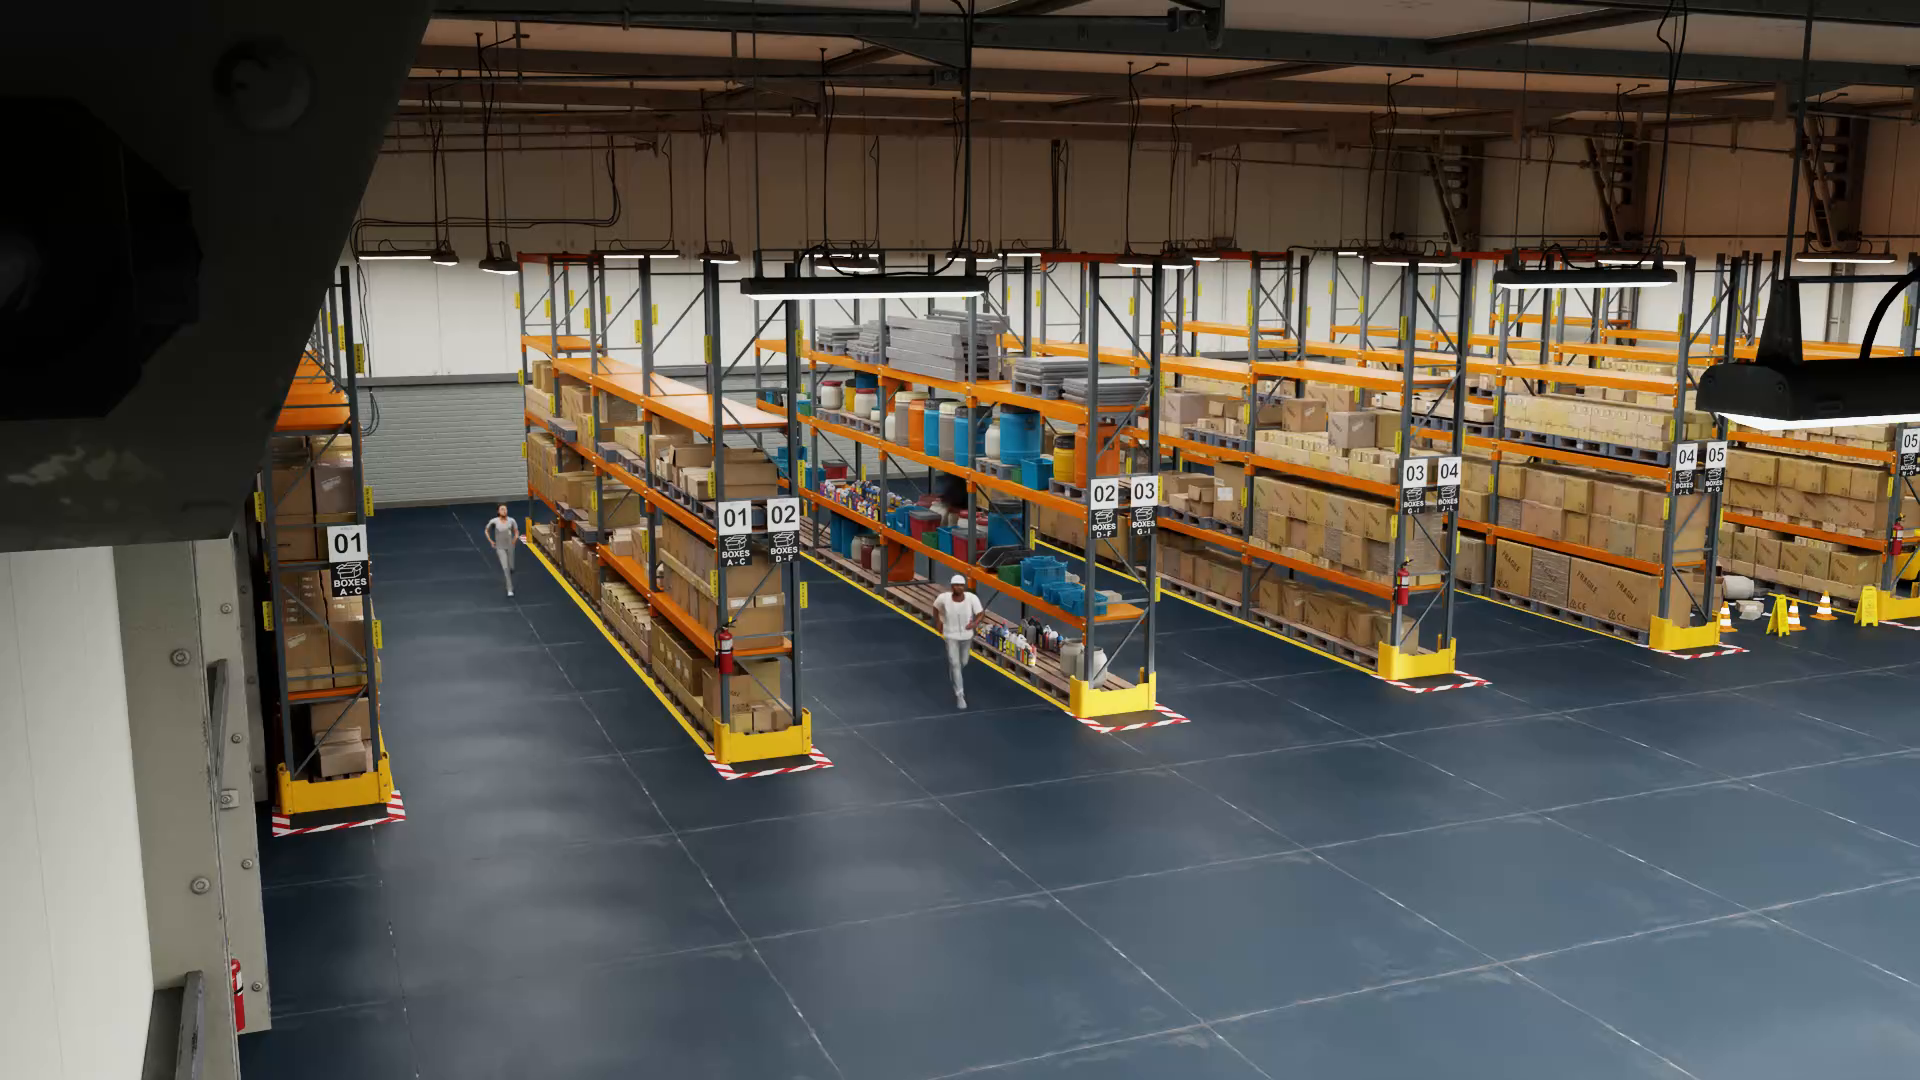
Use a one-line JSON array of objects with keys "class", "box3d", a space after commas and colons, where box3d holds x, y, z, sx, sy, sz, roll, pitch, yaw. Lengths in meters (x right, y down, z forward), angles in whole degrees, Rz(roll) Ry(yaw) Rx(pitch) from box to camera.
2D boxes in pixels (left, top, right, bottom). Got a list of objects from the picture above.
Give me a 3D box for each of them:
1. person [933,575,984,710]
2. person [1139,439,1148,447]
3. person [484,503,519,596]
[{"class": "person", "box3d": [-0.008, 1.339, 22.902, 0.655, 1.783, 1.137, -3, 11, -14]}, {"class": "person", "box3d": [4.102, -1.344, 37.405, 0.630, 1.843, 0.736, -5, 11, -25]}, {"class": "person", "box3d": [-8.146, 0.151, 29.666, 0.597, 1.637, 0.783, -5, 12, -27]}]
